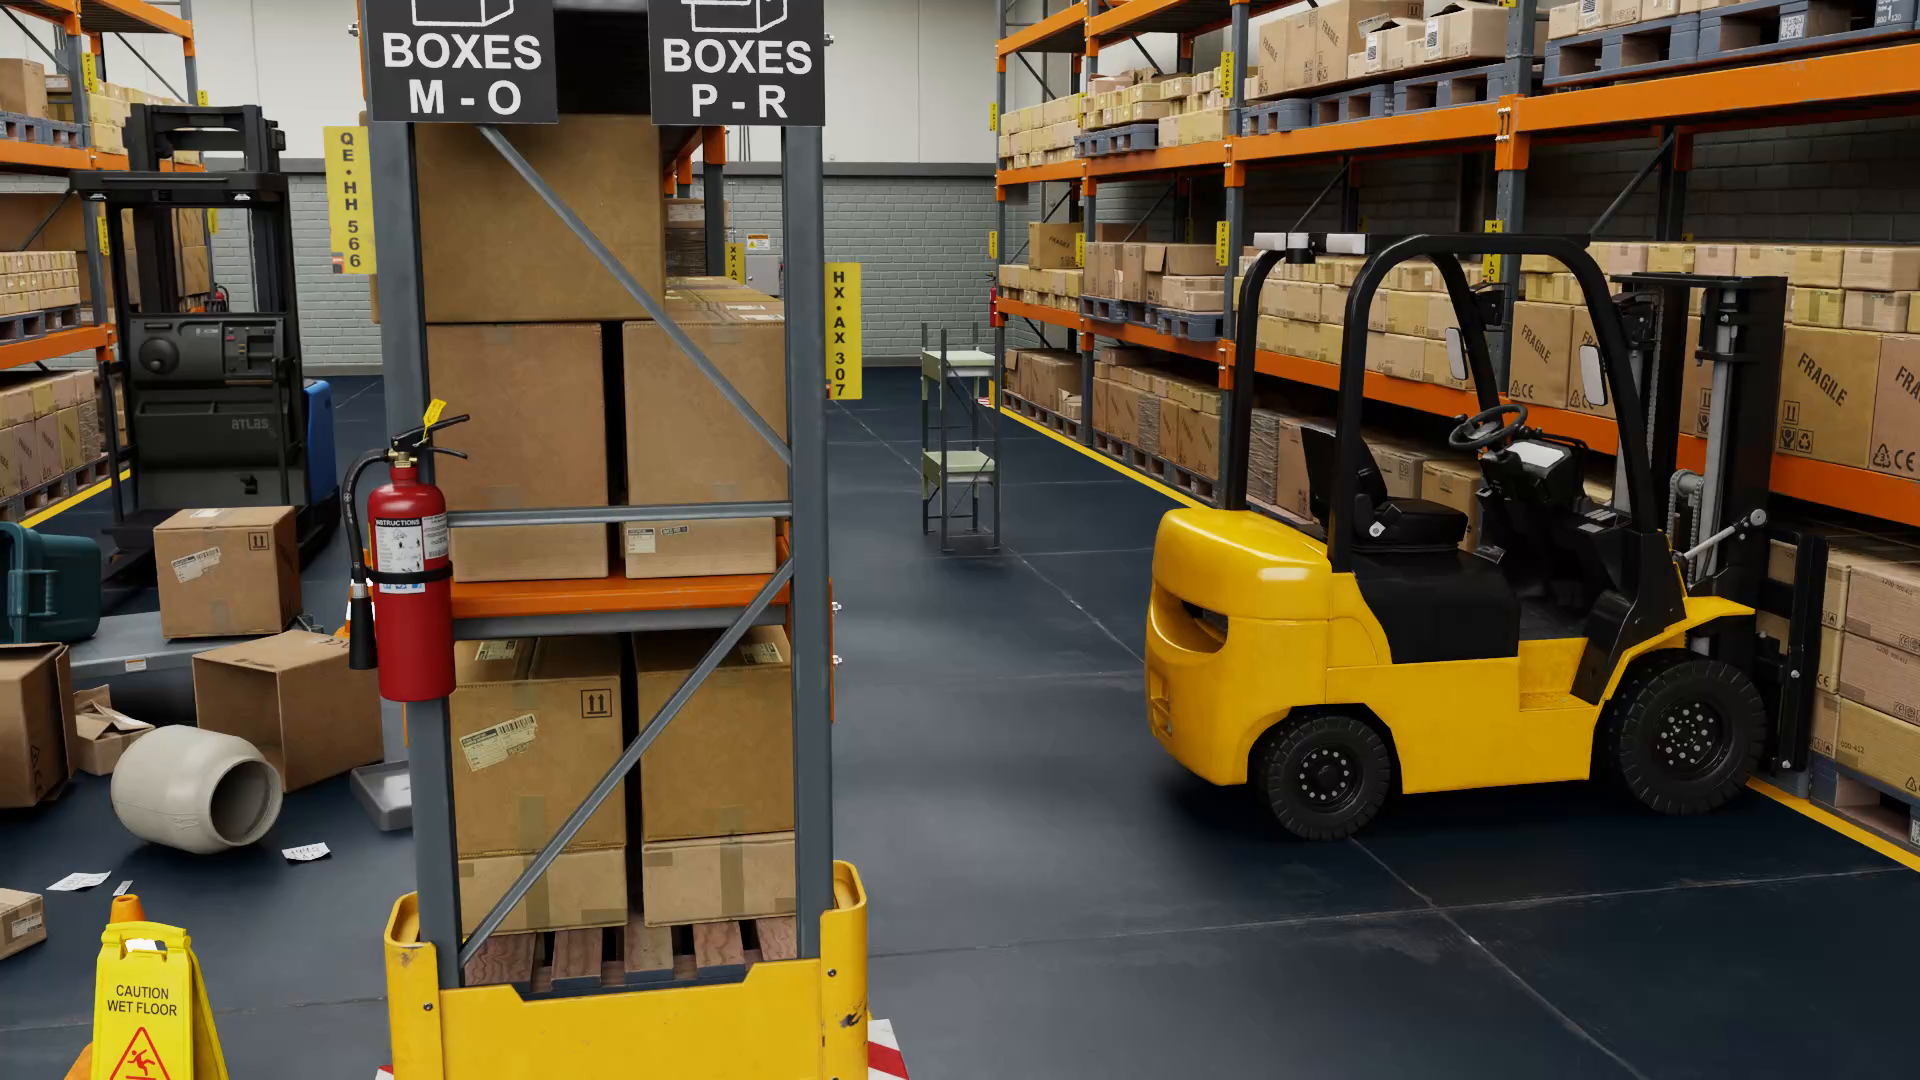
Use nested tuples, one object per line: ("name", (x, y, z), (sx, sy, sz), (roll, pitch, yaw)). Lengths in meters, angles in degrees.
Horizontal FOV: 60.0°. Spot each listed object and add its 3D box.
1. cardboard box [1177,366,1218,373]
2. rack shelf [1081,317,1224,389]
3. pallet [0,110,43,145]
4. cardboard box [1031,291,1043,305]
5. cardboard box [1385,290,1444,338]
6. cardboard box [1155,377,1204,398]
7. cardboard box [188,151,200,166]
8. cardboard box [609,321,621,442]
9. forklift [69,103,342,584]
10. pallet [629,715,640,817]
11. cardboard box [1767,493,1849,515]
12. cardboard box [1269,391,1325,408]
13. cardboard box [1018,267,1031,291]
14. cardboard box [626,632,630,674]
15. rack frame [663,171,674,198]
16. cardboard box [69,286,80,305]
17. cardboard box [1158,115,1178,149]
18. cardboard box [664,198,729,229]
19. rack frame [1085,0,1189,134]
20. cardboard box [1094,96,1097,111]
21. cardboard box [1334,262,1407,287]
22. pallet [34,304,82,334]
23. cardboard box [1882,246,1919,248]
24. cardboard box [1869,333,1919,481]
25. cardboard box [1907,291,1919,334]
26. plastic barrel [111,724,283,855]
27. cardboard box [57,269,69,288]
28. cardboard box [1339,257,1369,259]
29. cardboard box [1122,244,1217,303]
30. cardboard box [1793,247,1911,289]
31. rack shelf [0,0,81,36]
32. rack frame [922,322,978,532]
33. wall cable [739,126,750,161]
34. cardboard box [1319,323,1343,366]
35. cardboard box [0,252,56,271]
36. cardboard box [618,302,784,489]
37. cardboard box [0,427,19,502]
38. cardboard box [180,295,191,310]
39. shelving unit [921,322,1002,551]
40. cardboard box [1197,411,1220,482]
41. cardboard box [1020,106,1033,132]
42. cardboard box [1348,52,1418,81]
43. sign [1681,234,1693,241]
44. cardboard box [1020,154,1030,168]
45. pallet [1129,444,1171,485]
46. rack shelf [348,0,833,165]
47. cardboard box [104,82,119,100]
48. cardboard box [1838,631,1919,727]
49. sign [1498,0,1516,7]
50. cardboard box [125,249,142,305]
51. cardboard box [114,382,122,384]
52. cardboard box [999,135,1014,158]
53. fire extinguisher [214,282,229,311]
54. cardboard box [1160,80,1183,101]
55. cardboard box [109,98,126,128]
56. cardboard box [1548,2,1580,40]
("cardboard box", (2.258, -1.538, 15.584), (0.380, 0.149, 0.250), (-3, 11, -14))
("rack shelf", (2.104, -1.716, 14.616), (1.077, 0.370, 4.000), (-2, 11, -11))
("pallet", (-7.768, -3.131, 12.604), (1.213, 0.211, 1.003), (-2, 11, -11))
("cardboard box", (1.005, -2.691, 18.484), (0.380, 0.149, 0.250), (-2, 11, -10))
("cardboard box", (2.818, -1.316, 9.654), (0.500, 0.250, 0.500), (-2, 11, -12))
("cardboard box", (1.918, -1.326, 14.466), (0.380, 0.149, 0.250), (-3, 11, -14))
("cardboard box", (-8.419, -4.117, 17.682), (0.500, 0.250, 0.500), (-2, 11, -12))
("cardboard box", (-1.462, -0.617, 5.853), (0.500, 0.500, 0.500), (-2, 11, -10))
("forklift", (-4.800, -1.264, 10.498), (1.130, 2.935, 3.031), (-2, 11, -10))
("pallet", (-1.191, 0.928, 6.258), (1.003, 0.211, 1.213), (-2, 11, -11))
("cardboard box", (3.755, -0.047, 7.479), (0.500, 0.250, 0.500), (-2, 11, -11))
("cardboard box", (2.698, -1.107, 13.318), (0.380, 0.149, 0.250), (-2, 11, -8))
("cardboard box", (0.961, -2.964, 18.855), (0.500, 0.250, 0.500), (-2, 11, -12))
("cardboard box", (-1.532, 0.299, 6.330), (0.500, 0.500, 0.500), (-2, 11, -8))
("rack frame", (-3.153, -2.256, 15.524), (1.000, 3.000, 0.127), (-2, 11, -11))
("cardboard box", (-7.717, -2.074, 14.121), (0.380, 0.149, 0.250), (-2, 11, -12))
("cardboard box", (1.959, -3.372, 13.770), (0.500, 0.250, 0.500), (-2, 11, -11))
("cardboard box", (-1.341, -1.608, 8.199), (0.380, 0.149, 0.250), (-2, 11, -11))
("rack frame", (1.715, -5.384, 15.915), (1.000, 3.000, 0.127), (-2, 11, -11))
("cardboard box", (1.465, -4.071, 15.528), (0.380, 0.149, 0.250), (-2, 11, -10))
("cardboard box", (2.582, -1.671, 10.451), (0.380, 0.149, 0.250), (-2, 11, -13))
("pallet", (-7.983, -1.817, 13.735), (1.003, 0.211, 1.213), (-2, 11, -11))
("cardboard box", (3.921, -1.104, 6.676), (0.380, 0.149, 0.250), (-2, 11, -11))
("cardboard box", (3.604, -0.461, 5.830), (0.500, 0.500, 0.500), (-2, 11, -9))
("cardboard box", (3.601, -0.798, 5.867), (0.380, 0.149, 0.250), (-2, 11, -11))
("plastic barrel", (-2.706, 0.887, 5.903), (0.512, 0.421, 0.421), (6, 12, 28))
("cardboard box", (-7.665, -2.172, 13.838), (0.380, 0.149, 0.250), (-2, 11, -11))
("cardboard box", (2.906, -1.925, 11.785), (0.380, 0.149, 0.250), (-2, 11, -11))
("cardboard box", (1.843, -2.356, 14.664), (0.700, 0.500, 0.500), (-2, 11, -11))
("cardboard box", (3.426, -1.038, 6.331), (0.380, 0.149, 0.250), (-2, 11, -10))
("rack shelf", (-7.600, -4.087, 12.098), (1.077, 0.370, 4.000), (-2, 11, -11))
("rack frame", (-0.070, -0.803, 11.903), (0.400, 1.500, 0.023), (-2, 11, -11))
("wall cable", (-1.835, -7.109, 24.879), (2.988, 3.039, 0.133), (-2, 11, -11))
("cardboard box", (2.639, -1.257, 10.681), (0.500, 0.250, 0.500), (-2, 11, -9))
("cardboard box", (-7.618, -2.269, 13.552), (0.380, 0.149, 0.250), (-2, 11, -13))
("cardboard box", (-0.743, -0.442, 4.932), (0.500, 0.500, 0.500), (-2, 11, -9))
("cardboard box", (-7.199, -0.533, 12.035), (0.500, 0.500, 0.500), (-2, 11, -10))
("cardboard box", (-8.278, -2.479, 17.372), (0.380, 0.149, 0.250), (-2, 11, -9))
("shelving unit", (0.001, -0.736, 11.550), (0.431, 1.500, 0.755), (-2, 11, -11))
("cardboard box", (2.200, -0.751, 13.183), (0.500, 0.500, 0.500), (-2, 11, -9))
("cardboard box", (0.969, -4.686, 18.539), (0.500, 0.250, 0.500), (-2, 11, -12))
("cardboard box", (2.610, -2.907, 10.207), (0.380, 0.149, 0.250), (-2, 11, -12))
("sign", (3.815, -1.454, 8.787), (0.100, 0.325, 0.005), (-2, 11, -11))
("cardboard box", (0.887, -4.262, 18.713), (0.380, 0.149, 0.250), (-2, 11, -11))
("pallet", (2.151, -0.695, 14.783), (1.003, 0.211, 1.213), (-2, 11, -11))
("rack shelf", (-1.208, -1.542, 5.675), (1.077, 0.370, 4.000), (-2, 11, -11))
("cardboard box", (-7.938, -4.105, 15.216), (0.380, 0.149, 0.250), (-2, 11, -13))
("cardboard box", (3.561, 0.493, 5.979), (0.500, 0.250, 0.500), (-2, 11, -12))
("sign", (2.741, -2.830, 8.296), (0.100, 0.325, 0.005), (-2, 11, -11))
("cardboard box", (-7.941, -2.443, 15.445), (0.500, 0.500, 0.500), (-2, 11, -11))
("cardboard box", (-8.122, -1.467, 16.290), (0.380, 0.149, 0.250), (-3, 11, -13))
("cardboard box", (0.756, -4.625, 19.557), (0.500, 0.250, 0.500), (-2, 11, -12))
("fire extinguisher", (-8.363, -2.632, 18.709), (0.296, 0.674, 0.183), (-2, 11, -11))
("cardboard box", (1.884, -3.735, 13.815), (0.380, 0.149, 0.250), (-2, 11, -11))
("cardboard box", (-7.939, -3.891, 15.159), (0.500, 0.250, 0.500), (-2, 11, -11))
("cardboard box", (3.061, -2.482, 7.972), (0.380, 0.149, 0.250), (-2, 11, -10))
